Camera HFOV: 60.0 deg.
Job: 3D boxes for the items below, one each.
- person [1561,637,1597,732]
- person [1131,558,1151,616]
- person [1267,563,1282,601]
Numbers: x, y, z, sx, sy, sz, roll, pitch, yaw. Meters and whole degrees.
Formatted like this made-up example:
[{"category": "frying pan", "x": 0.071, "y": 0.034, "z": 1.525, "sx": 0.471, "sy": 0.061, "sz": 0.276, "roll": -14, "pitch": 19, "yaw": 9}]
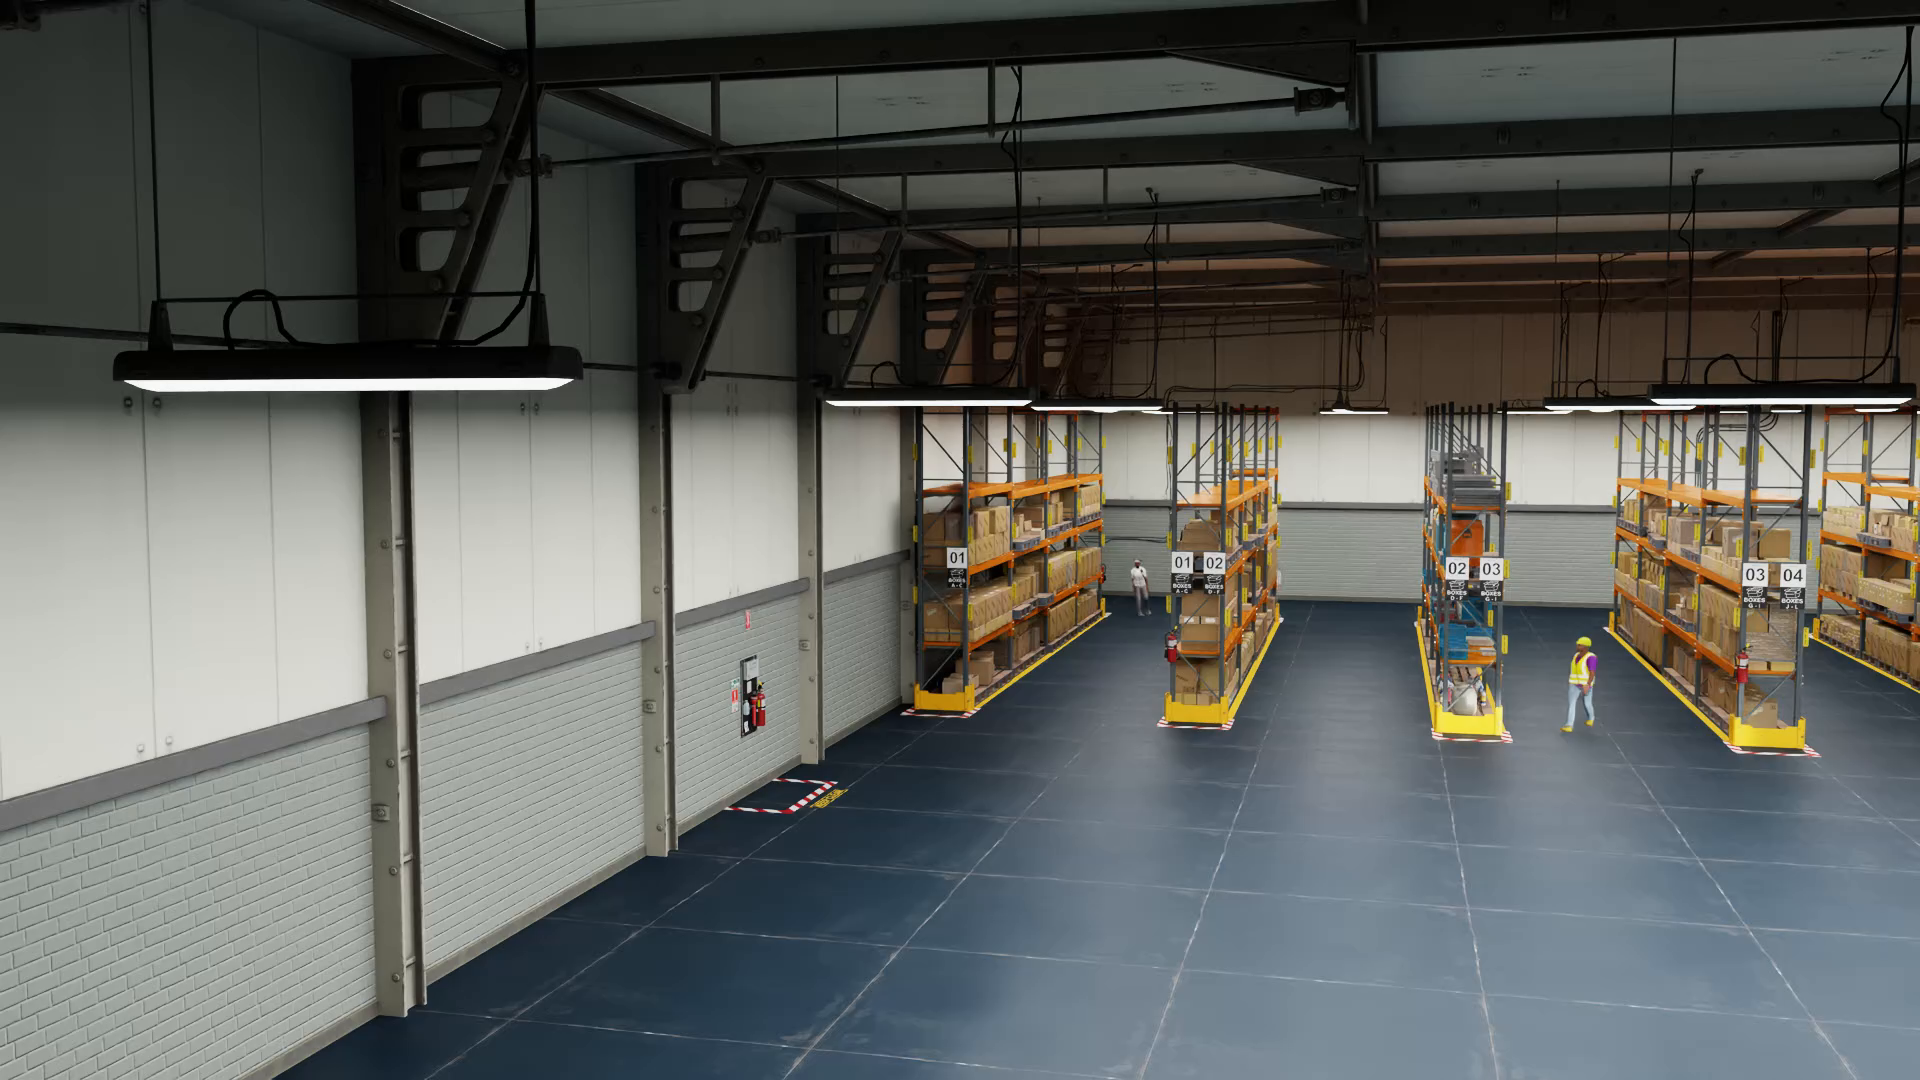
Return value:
[{"category": "person", "x": 11.343, "y": 2.631, "z": 30.296, "sx": 0.514, "sy": 1.728, "sz": 1.039, "roll": 3, "pitch": 5, "yaw": 34}, {"category": "person", "x": 5.214, "y": 1.353, "z": 47.648, "sx": 0.606, "sy": 1.676, "sz": 0.468, "roll": -1, "pitch": 4, "yaw": -11}, {"category": "person", "x": 9.029, "y": 1.406, "z": 47.871, "sx": 0.463, "sy": 1.611, "sz": 0.366, "roll": 0, "pitch": 4, "yaw": -3}]
